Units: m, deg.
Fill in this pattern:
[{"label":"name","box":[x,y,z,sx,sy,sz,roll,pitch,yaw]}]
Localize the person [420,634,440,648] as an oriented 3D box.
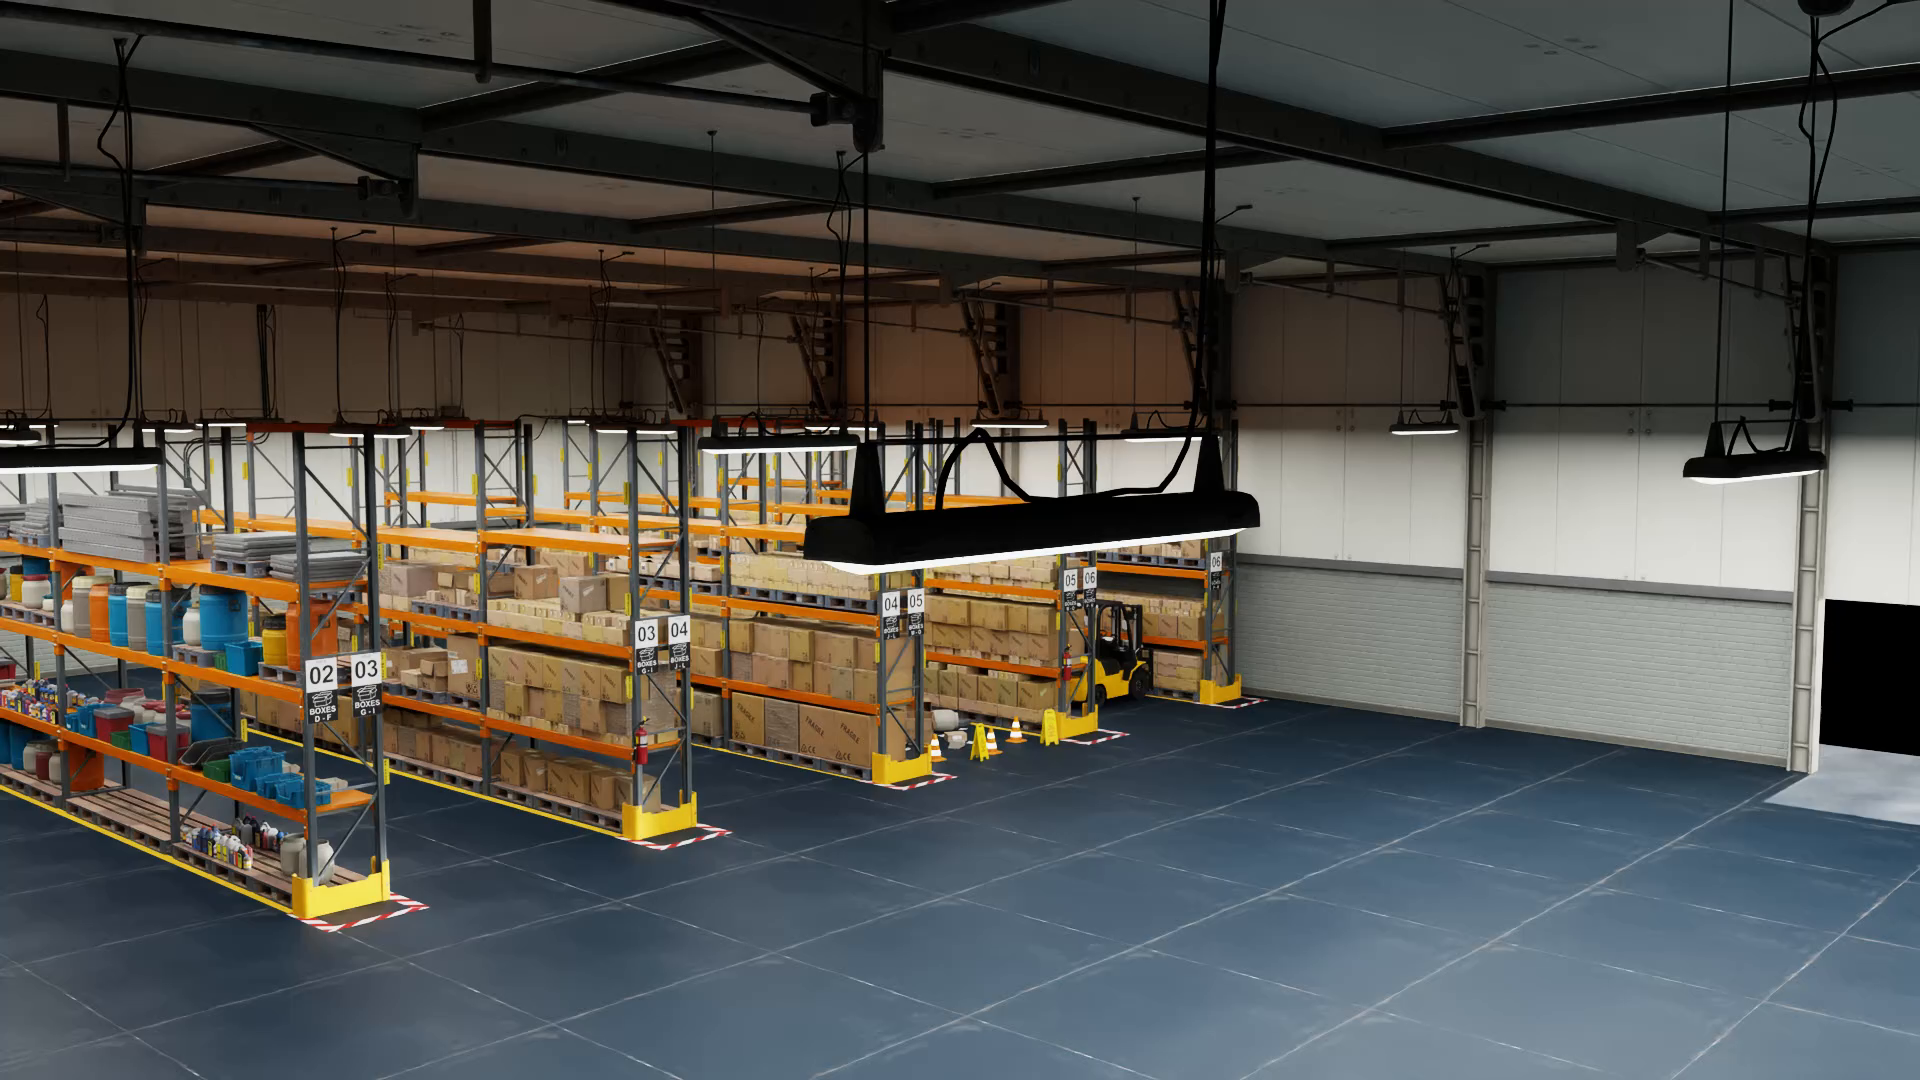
[{"label":"person","box":[-12.990,2.147,40.784,0.579,1.704,0.850,2,5,22]}]
